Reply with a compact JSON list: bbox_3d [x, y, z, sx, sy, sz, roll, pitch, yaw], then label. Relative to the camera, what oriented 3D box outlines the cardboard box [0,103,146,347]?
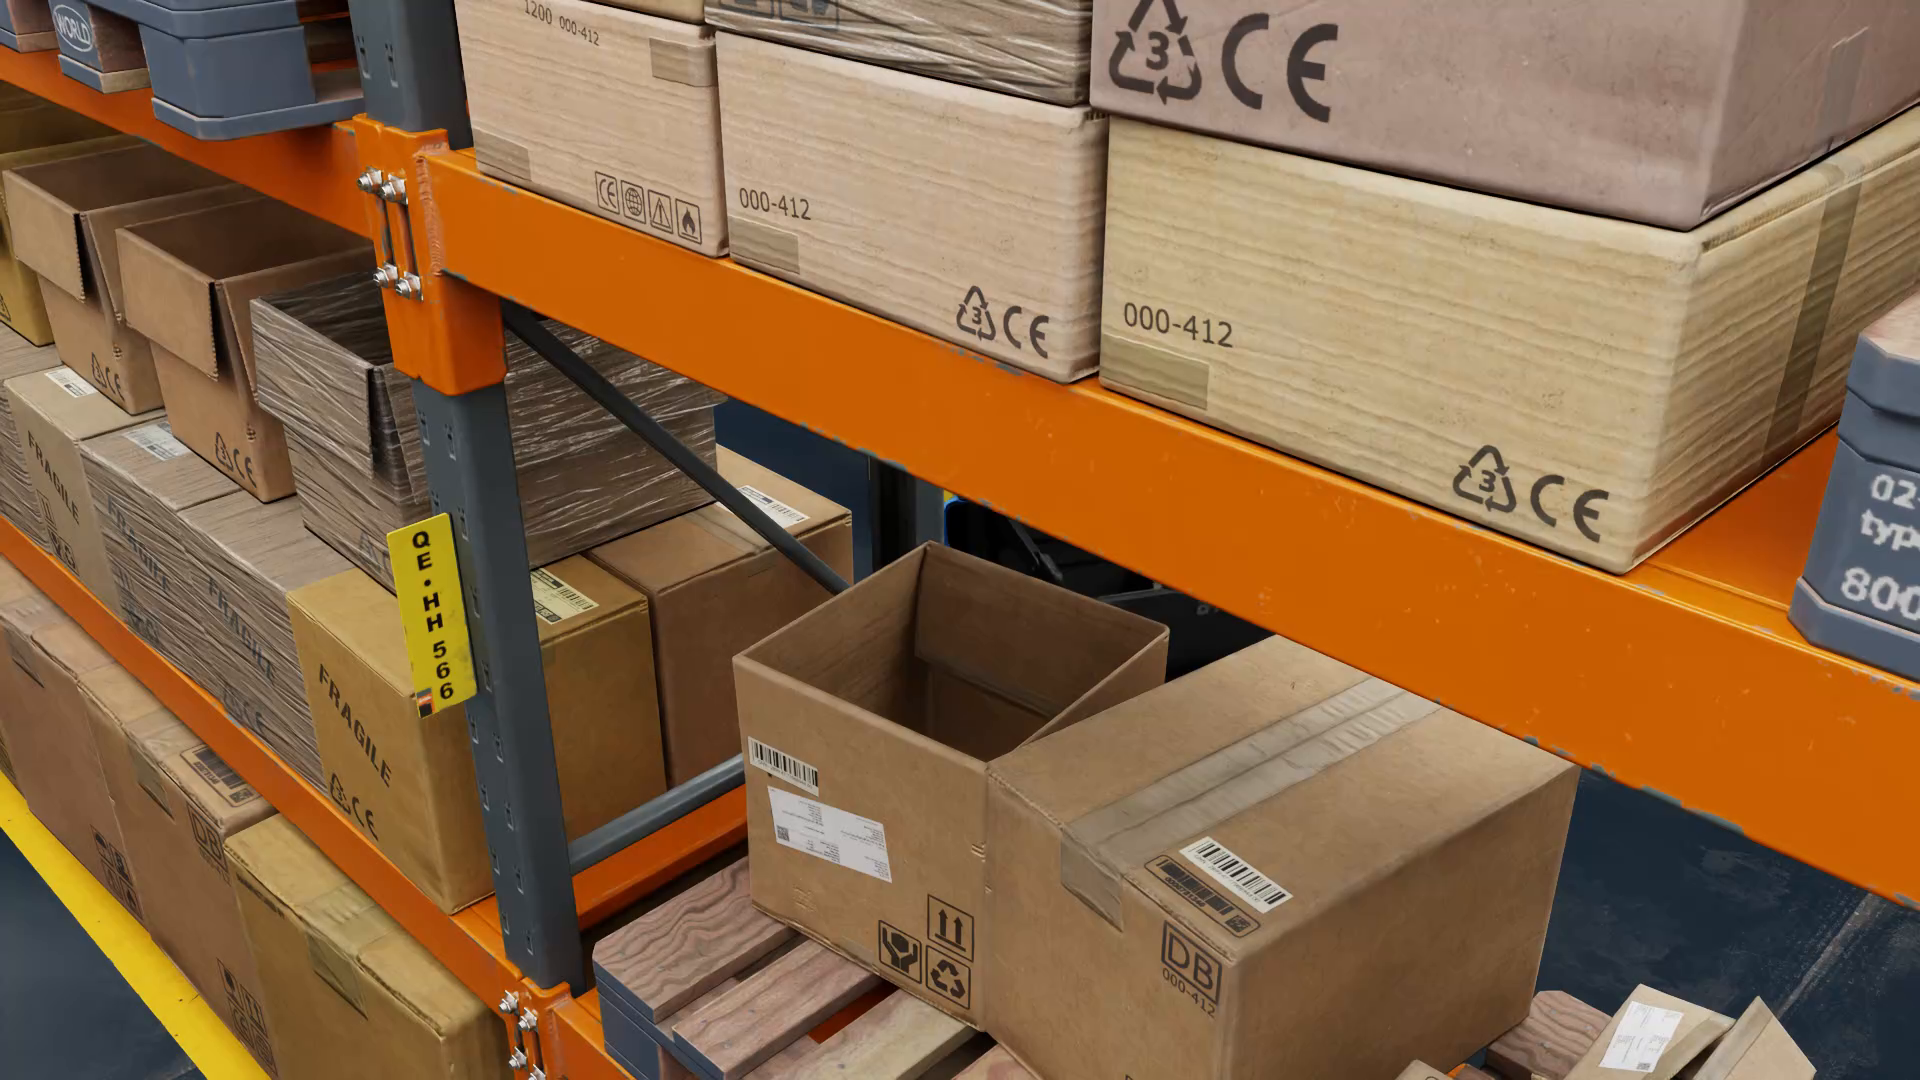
[{"bbox_3d":[-2.332,-0.914,4.579,0.797,0.503,0.637,-25,37,-39],"label":"cardboard box"}]

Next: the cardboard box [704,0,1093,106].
[{"bbox_3d":[0.091,-0.741,1.569,0.500,0.500,0.500,25,37,39],"label":"cardboard box"}]

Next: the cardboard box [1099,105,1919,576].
[{"bbox_3d":[0.473,-0.245,1.431,0.500,0.250,0.500,-24,36,-38],"label":"cardboard box"}]

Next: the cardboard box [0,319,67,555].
[{"bbox_3d":[-2.406,-0.343,4.572,0.500,0.500,0.500,24,36,37],"label":"cardboard box"}]

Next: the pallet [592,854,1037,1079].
[{"bbox_3d":[0.160,0.728,2.848,1.003,0.211,1.213,25,36,38],"label":"pallet"}]

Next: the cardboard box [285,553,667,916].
[{"bbox_3d":[-0.948,0.323,3.305,0.500,0.500,0.500,-24,36,-38],"label":"cardboard box"}]

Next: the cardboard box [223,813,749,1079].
[{"bbox_3d":[-0.900,0.969,4.016,0.875,0.875,1.225,23,35,36],"label":"cardboard box"}]

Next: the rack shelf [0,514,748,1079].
[{"bbox_3d":[-1.849,0.112,4.587,4.000,0.370,1.077,25,36,38],"label":"rack shelf"}]

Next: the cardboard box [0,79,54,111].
[{"bbox_3d":[-2.813,-1.141,5.012,0.637,0.503,0.797,23,36,37],"label":"cardboard box"}]

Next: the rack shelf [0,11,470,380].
[{"bbox_3d":[-1.849,-1.215,3.888,4.000,0.370,1.077,25,36,38],"label":"rack shelf"}]

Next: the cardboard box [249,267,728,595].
[{"bbox_3d":[-0.932,-0.286,3.385,0.797,0.503,0.637,-24,36,-38],"label":"cardboard box"}]

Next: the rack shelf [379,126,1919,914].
[{"bbox_3d":[1.004,0.090,1.406,4.000,0.370,1.077,25,36,38],"label":"rack shelf"}]

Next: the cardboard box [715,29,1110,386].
[{"bbox_3d":[0.100,-0.409,1.744,0.500,0.250,0.500,-24,36,-38],"label":"cardboard box"}]

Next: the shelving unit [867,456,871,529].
[{"bbox_3d":[0.005,-0.662,6.897,0.755,1.500,0.431,25,36,38],"label":"shelving unit"}]

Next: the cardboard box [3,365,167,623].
[{"bbox_3d":[-2.034,-0.176,4.254,0.500,0.500,0.500,-24,36,-38],"label":"cardboard box"}]

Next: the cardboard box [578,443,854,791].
[{"bbox_3d":[-0.578,0.153,3.628,0.500,0.500,0.500,-24,36,-38],"label":"cardboard box"}]

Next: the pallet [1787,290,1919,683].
[{"bbox_3d":[1.323,-0.067,1.133,1.003,0.211,1.213,25,36,38],"label":"pallet"}]

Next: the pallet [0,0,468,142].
[{"bbox_3d":[-0.919,-0.990,2.890,1.213,0.211,1.003,-23,36,-37],"label":"pallet"}]

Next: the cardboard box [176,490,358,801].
[{"bbox_3d":[-1.299,0.159,3.618,0.500,0.500,0.500,24,36,38],"label":"cardboard box"}]

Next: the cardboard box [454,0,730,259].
[{"bbox_3d":[-0.266,-0.577,2.063,0.500,0.250,0.500,-25,36,-38],"label":"cardboard box"}]

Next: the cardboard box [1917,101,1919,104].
[{"bbox_3d":[0.809,-0.744,1.574,0.500,0.500,0.500,-25,36,-38],"label":"cardboard box"}]

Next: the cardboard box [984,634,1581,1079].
[{"bbox_3d":[0.459,0.528,2.464,0.700,0.500,0.500,-19,33,-32],"label":"cardboard box"}]

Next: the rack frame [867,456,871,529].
[{"bbox_3d":[-0.256,-0.781,7.124,0.023,1.500,0.400,25,36,38],"label":"rack frame"}]

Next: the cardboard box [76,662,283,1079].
[{"bbox_3d":[-1.530,0.675,4.574,0.875,0.875,1.225,25,36,39],"label":"cardboard box"}]

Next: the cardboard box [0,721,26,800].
[{"bbox_3d":[-2.804,0.098,5.672,0.875,0.875,1.225,25,36,39],"label":"cardboard box"}]

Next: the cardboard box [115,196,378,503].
[{"bbox_3d":[-1.395,-0.499,3.791,0.797,0.503,0.637,-24,36,-38],"label":"cardboard box"}]

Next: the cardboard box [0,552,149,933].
[{"bbox_3d":[-2.167,0.389,5.119,0.875,0.875,1.225,23,36,37],"label":"cardboard box"}]

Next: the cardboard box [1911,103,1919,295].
[{"bbox_3d":[0.808,-0.419,1.762,0.500,0.250,0.500,-24,36,-38],"label":"cardboard box"}]

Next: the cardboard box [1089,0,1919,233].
[{"bbox_3d":[0.455,-0.580,1.262,0.500,0.500,0.500,23,36,37],"label":"cardboard box"}]

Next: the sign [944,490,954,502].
[{"bbox_3d":[-0.049,-0.214,3.275,0.005,0.325,0.100,25,36,38],"label":"sign"}]

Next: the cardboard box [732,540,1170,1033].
[{"bbox_3d":[-0.009,0.379,2.747,0.500,0.500,0.500,20,33,33],"label":"cardboard box"}]

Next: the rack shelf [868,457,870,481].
[{"bbox_3d":[0.005,-0.373,7.049,0.720,0.370,0.431,25,36,38],"label":"rack shelf"}]

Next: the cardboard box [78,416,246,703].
[{"bbox_3d":[-1.672,-0.010,3.938,0.500,0.500,0.500,23,36,37],"label":"cardboard box"}]

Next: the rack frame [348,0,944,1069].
[{"bbox_3d":[-0.420,0.445,3.180,0.053,2.616,0.949,25,36,38],"label":"rack frame"}]

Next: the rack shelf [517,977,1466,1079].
[{"bbox_3d":[1.004,1.417,2.104,4.000,0.370,1.077,25,36,38],"label":"rack shelf"}]

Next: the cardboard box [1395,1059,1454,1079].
[{"bbox_3d":[0.611,0.950,1.930,0.500,0.250,0.500,23,36,37],"label":"cardboard box"}]

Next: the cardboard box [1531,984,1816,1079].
[{"bbox_3d":[0.956,0.774,2.247,0.258,0.266,0.396,23,36,37],"label":"cardboard box"}]

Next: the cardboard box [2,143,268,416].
[{"bbox_3d":[-1.878,-0.716,4.203,0.797,0.503,0.637,-24,36,-38],"label":"cardboard box"}]

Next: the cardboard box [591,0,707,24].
[{"bbox_3d":[-0.268,-0.908,1.886,0.500,0.500,0.500,-25,37,-39],"label":"cardboard box"}]

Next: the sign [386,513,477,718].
[{"bbox_3d":[-0.809,0.119,2.556,0.005,0.325,0.100,25,36,38],"label":"sign"}]

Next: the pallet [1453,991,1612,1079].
[{"bbox_3d":[1.018,1.164,2.020,1.213,0.211,1.003,25,36,38],"label":"pallet"}]

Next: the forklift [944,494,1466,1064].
[{"bbox_3d":[0.630,-0.213,4.505,1.130,2.935,3.031,-8,29,-14],"label":"forklift"}]
